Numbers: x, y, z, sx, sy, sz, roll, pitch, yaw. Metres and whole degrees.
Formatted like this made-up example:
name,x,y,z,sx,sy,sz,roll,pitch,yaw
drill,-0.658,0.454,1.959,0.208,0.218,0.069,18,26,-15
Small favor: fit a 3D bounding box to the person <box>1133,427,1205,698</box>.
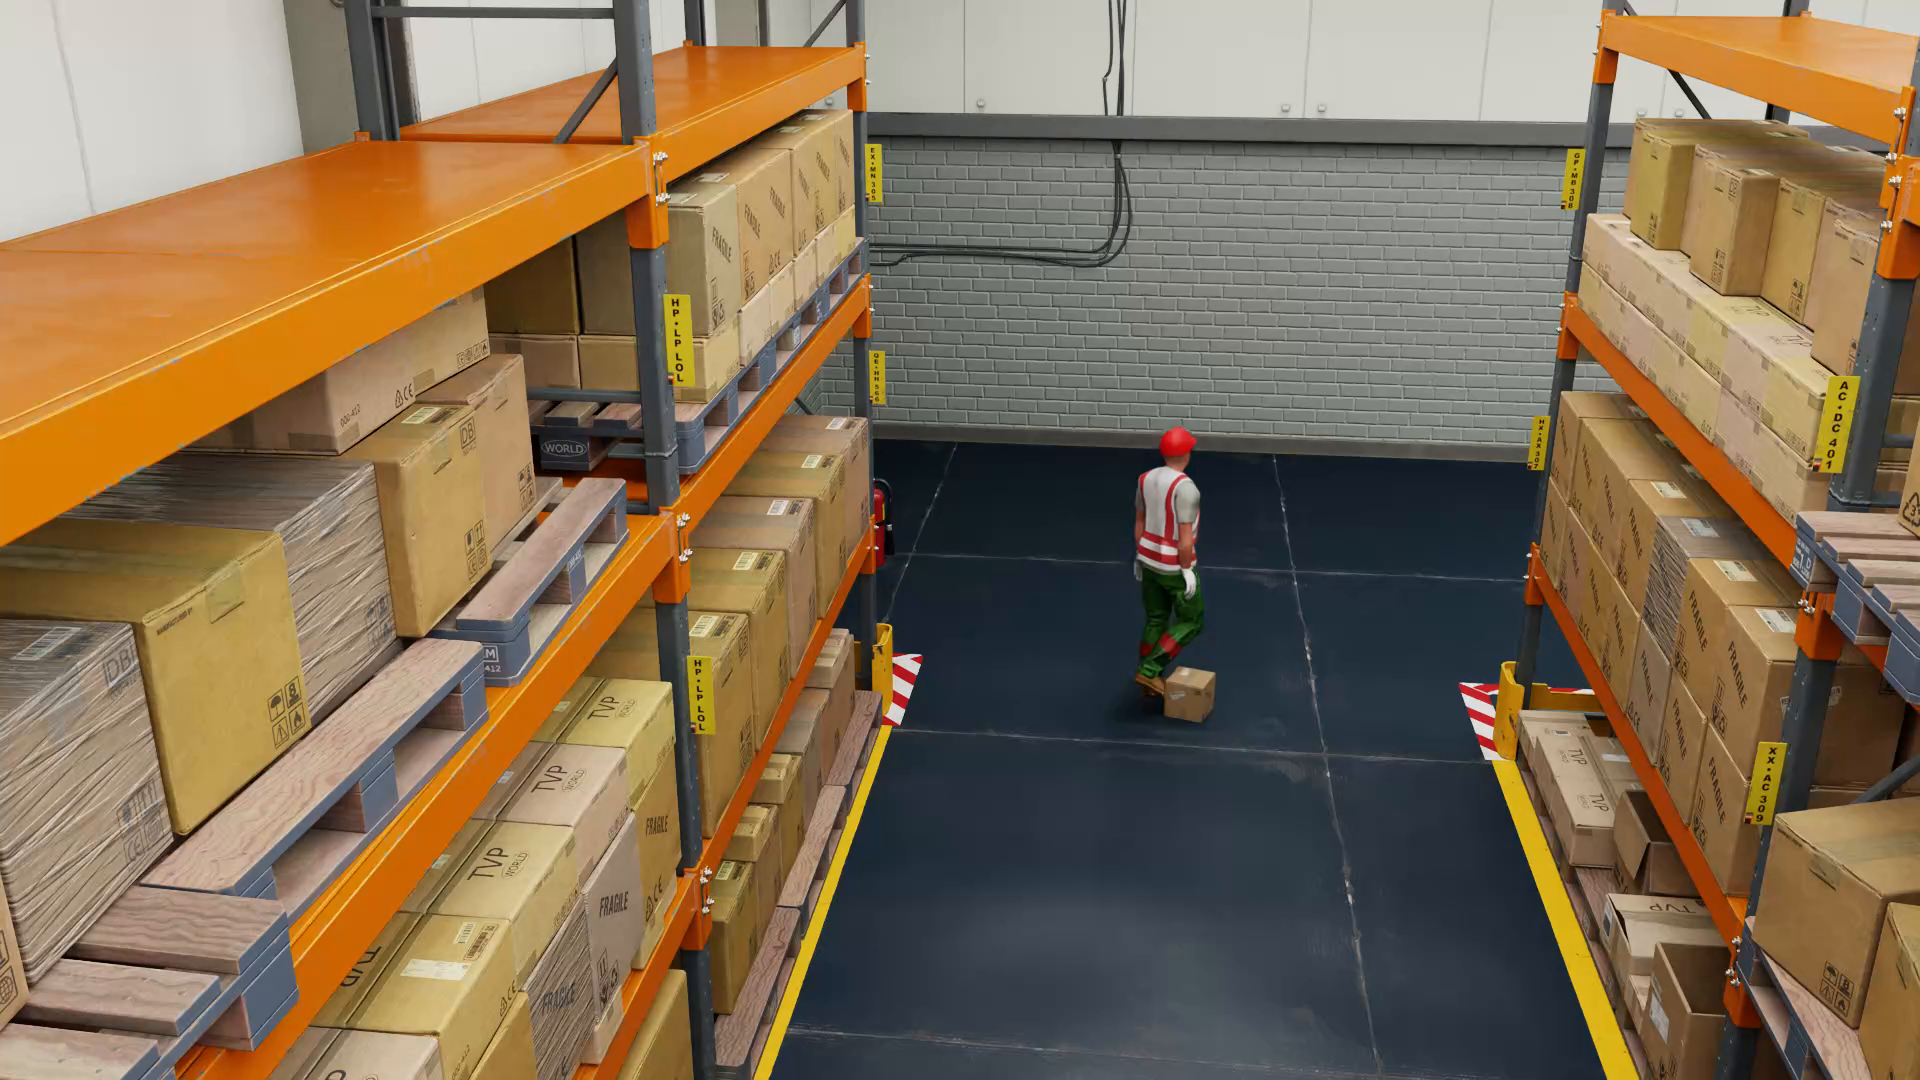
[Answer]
name,x,y,z,sx,sy,sz,roll,pitch,yaw
person,1.286,0.171,10.589,0.556,1.781,0.587,-14,25,-32
